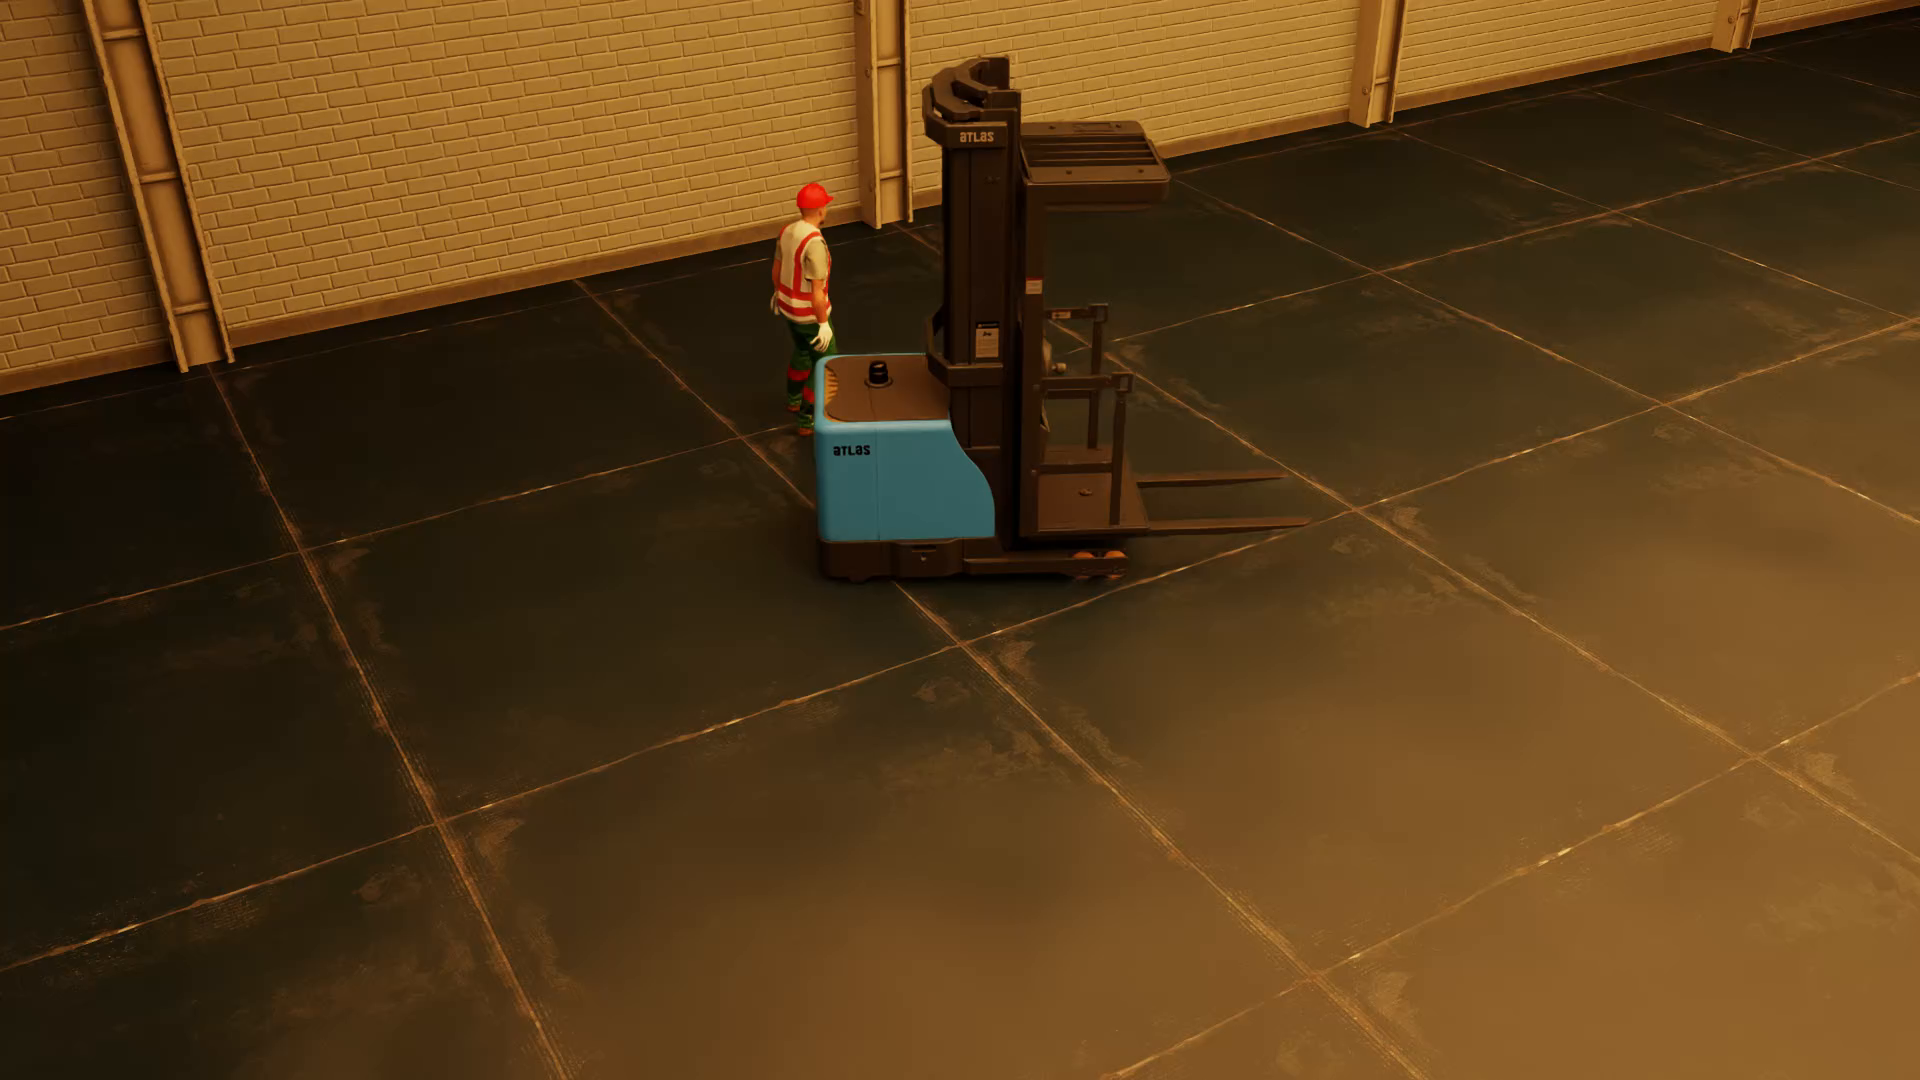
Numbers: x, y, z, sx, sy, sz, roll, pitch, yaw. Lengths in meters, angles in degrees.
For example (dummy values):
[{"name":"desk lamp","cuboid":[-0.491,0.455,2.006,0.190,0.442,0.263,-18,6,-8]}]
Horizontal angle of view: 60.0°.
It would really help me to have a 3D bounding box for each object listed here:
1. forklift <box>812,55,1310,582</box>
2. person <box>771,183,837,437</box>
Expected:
[{"name":"forklift","cuboid":[0.626,-1.289,9.799,3.031,2.935,1.130,-2,31,-3]},{"name":"person","cuboid":[-1.027,-1.593,11.460,0.435,1.748,0.856,-19,36,-28]}]
